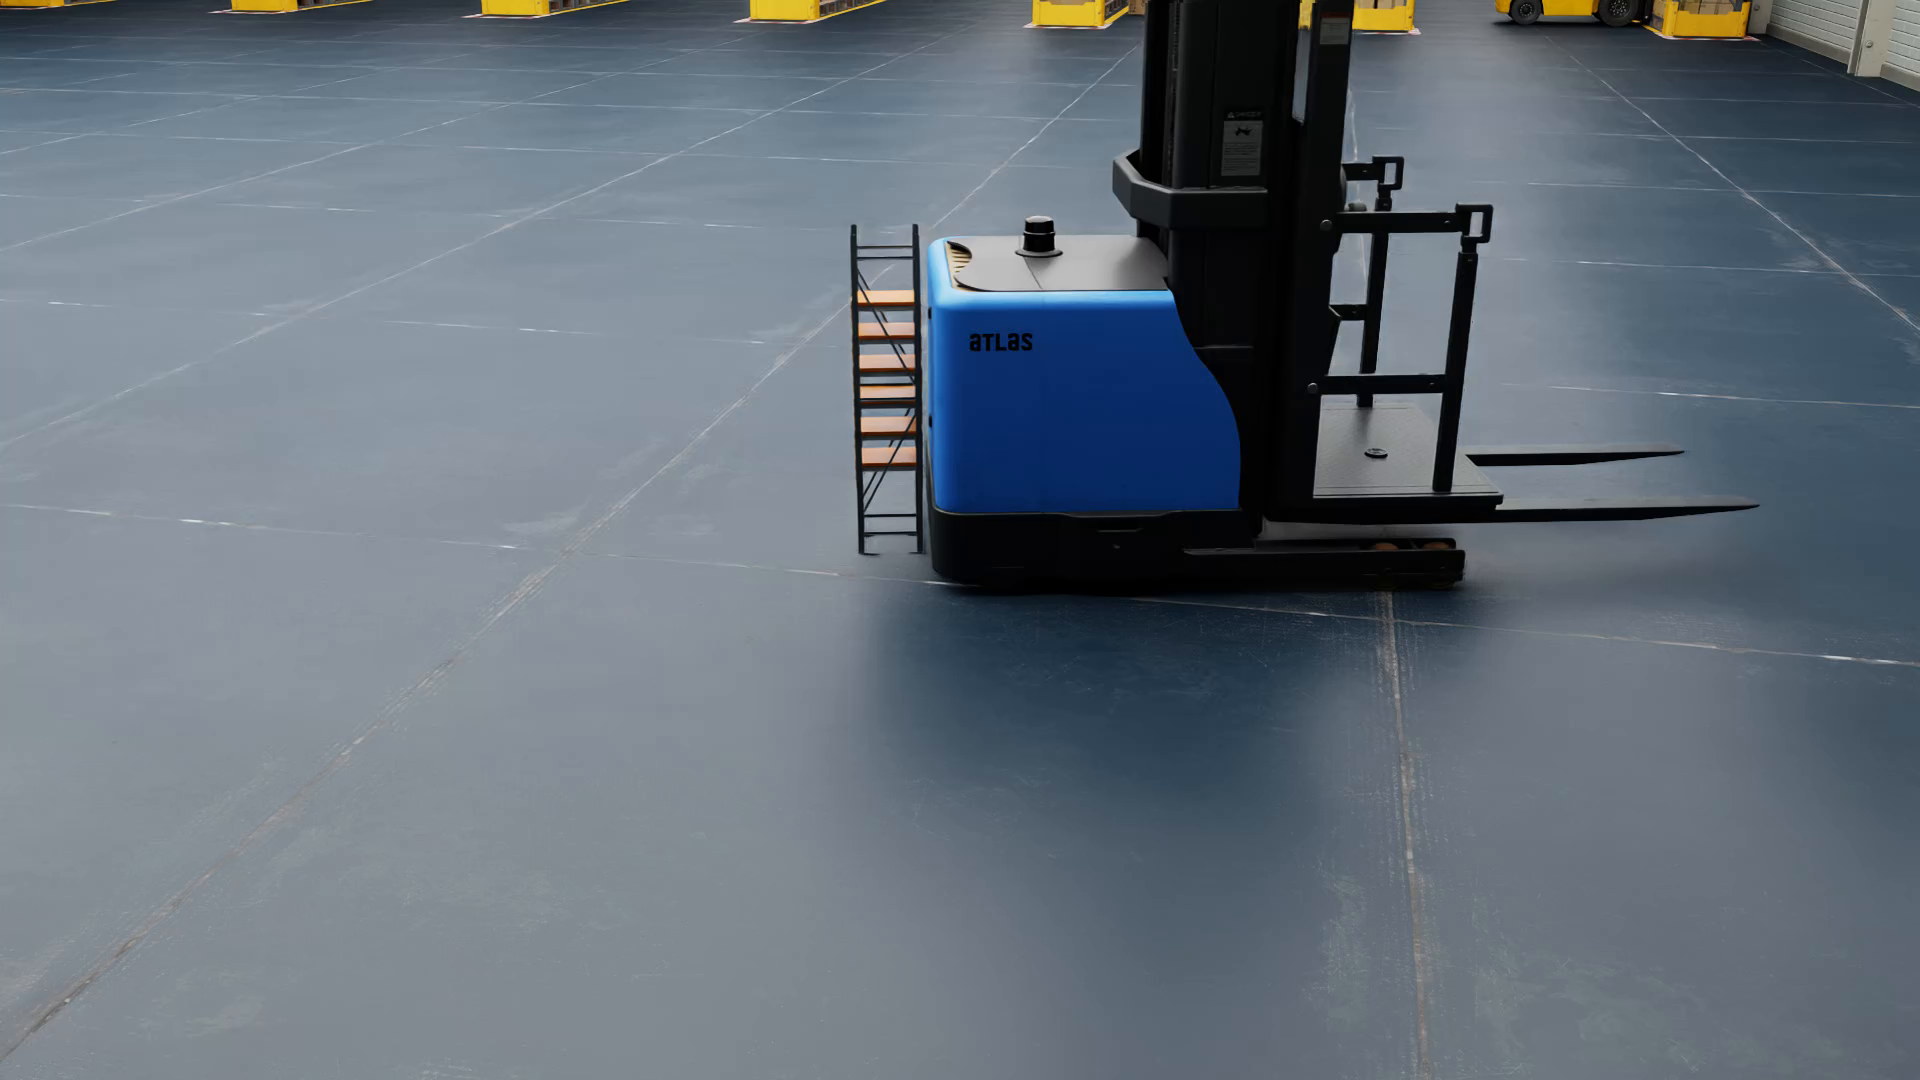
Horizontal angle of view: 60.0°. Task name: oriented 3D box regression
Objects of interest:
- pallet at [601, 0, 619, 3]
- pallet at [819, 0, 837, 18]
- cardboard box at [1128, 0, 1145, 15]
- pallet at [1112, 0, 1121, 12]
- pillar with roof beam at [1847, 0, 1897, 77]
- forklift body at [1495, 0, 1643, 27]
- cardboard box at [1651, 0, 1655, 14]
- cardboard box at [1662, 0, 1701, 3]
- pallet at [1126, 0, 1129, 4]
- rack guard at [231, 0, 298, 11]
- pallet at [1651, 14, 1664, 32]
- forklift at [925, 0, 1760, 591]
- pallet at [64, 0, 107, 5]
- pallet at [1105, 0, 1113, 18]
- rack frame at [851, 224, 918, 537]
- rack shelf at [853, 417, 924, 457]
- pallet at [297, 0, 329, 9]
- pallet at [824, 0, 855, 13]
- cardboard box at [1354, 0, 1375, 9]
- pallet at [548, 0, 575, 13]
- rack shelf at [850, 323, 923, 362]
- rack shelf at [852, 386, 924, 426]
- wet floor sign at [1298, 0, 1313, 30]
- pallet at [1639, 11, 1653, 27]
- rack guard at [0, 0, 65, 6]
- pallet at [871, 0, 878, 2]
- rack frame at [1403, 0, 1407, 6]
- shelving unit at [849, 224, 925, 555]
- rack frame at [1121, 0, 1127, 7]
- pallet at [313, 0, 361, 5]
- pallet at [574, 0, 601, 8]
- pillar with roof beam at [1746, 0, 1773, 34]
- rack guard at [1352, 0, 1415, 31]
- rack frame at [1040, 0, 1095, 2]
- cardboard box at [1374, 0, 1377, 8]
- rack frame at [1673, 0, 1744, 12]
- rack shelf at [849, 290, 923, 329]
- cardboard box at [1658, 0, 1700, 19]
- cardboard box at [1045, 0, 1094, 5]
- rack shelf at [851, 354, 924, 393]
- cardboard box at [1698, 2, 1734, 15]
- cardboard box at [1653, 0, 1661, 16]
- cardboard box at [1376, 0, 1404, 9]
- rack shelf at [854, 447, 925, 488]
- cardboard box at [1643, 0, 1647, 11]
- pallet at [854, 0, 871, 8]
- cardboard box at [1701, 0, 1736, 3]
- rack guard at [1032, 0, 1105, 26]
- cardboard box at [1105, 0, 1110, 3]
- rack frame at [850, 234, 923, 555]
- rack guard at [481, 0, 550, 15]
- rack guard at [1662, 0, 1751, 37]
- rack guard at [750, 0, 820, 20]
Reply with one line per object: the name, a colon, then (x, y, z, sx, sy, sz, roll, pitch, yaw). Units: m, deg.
pallet: (-7.244, -10.665, 32.551, 1.003, 0.211, 1.213, 4, 22, 11)
pallet: (-2.818, -9.389, 29.383, 1.003, 0.211, 1.213, 4, 22, 11)
cardboard box: (3.305, -9.604, 29.527, 0.500, 0.500, 0.500, 8, 23, 20)
pallet: (2.386, -9.842, 30.509, 1.003, 0.211, 1.213, 4, 22, 11)
pillar with roof beam: (7.114, -10.330, 19.958, 9.100, 9.000, 0.400, 4, 22, 11)
forklift body: (10.129, -9.667, 27.476, 2.313, 2.155, 1.214, 4, 22, 11)
cardboard box: (11.536, -8.706, 27.075, 0.500, 0.250, 0.500, 5, 22, 11)
cardboard box: (11.321, -8.581, 26.093, 0.500, 0.250, 0.500, 4, 22, 10)
pallet: (2.701, -10.402, 31.900, 1.003, 0.211, 1.213, 4, 22, 11)
rack guard: (-12.736, -9.948, 30.386, 1.175, 0.500, 0.348, 4, 22, 11)
pallet: (11.643, -8.217, 26.474, 1.003, 0.211, 1.213, 4, 22, 11)
forklift: (1.396, -1.378, 5.852, 3.031, 2.935, 1.130, -1, 22, -3)
pallet: (-17.365, -10.522, 32.196, 1.003, 0.211, 1.213, 4, 22, 11)
pallet: (2.139, -9.395, 29.398, 1.003, 0.211, 1.213, 4, 22, 11)
rack frame: (-0.269, -0.572, 6.168, 0.240, 1.200, 0.006, -1, 22, -2)
rack shelf: (-0.264, -0.386, 6.144, 0.258, 0.103, 0.180, -1, 22, -2)
pallet: (-12.616, -10.106, 31.164, 1.003, 0.211, 1.213, 4, 22, 11)
pallet: (-2.567, -9.834, 30.488, 1.003, 0.211, 1.213, 4, 22, 11)
cardboard box: (6.574, -8.849, 27.429, 0.500, 0.250, 0.500, 4, 22, 11)
pallet: (-7.742, -9.772, 30.335, 1.003, 0.211, 1.213, 4, 22, 11)
rack shelf: (-0.265, -0.720, 6.010, 0.258, 0.103, 0.180, -1, 22, -2)
rack shelf: (-0.264, -0.497, 6.099, 0.258, 0.103, 0.180, -1, 22, -2)
wet floor sign: (5.582, -8.525, 26.656, 0.267, 0.644, 0.232, 13, 25, 29)
pallet: (11.894, -8.662, 27.578, 1.003, 0.211, 1.213, 4, 22, 11)
rack guard: (-17.566, -10.361, 31.411, 1.175, 0.500, 0.348, 4, 22, 11)
pallet: (-2.060, -10.814, 32.923, 1.003, 0.211, 1.213, 4, 22, 11)
rack frame: (6.668, -9.605, 26.187, 1.000, 3.000, 0.127, 4, 22, 11)
shelving unit: (-0.264, -0.538, 6.083, 0.258, 1.200, 0.189, -1, 22, -2)
rack frame: (2.618, -11.408, 30.664, 1.000, 3.000, 0.127, 4, 22, 11)
pallet: (-12.365, -10.551, 32.269, 1.003, 0.211, 1.213, 4, 22, 11)
pallet: (-7.491, -10.217, 31.440, 1.003, 0.211, 1.213, 4, 22, 11)
pillar with roof beam: (8.338, -12.525, 25.406, 9.100, 9.000, 0.400, 4, 22, 11)
rack guard: (6.683, -8.473, 26.723, 1.175, 0.500, 0.348, 4, 22, 11)
rack frame: (1.801, -9.945, 27.032, 1.000, 3.000, 0.127, 4, 22, 11)
cardboard box: (7.314, -9.185, 28.262, 0.500, 0.250, 0.500, 6, 23, 15)
rack frame: (11.528, -9.228, 25.250, 1.000, 3.000, 0.127, 4, 22, 11)
rack shelf: (-0.265, -0.831, 5.965, 0.258, 0.103, 0.180, -1, 22, -2)
cardboard box: (11.314, -8.343, 26.172, 0.500, 0.250, 0.500, 5, 22, 11)
cardboard box: (1.875, -9.407, 27.979, 0.875, 0.875, 0.875, 5, 22, 11)
rack shelf: (-0.264, -0.608, 6.055, 0.258, 0.103, 0.180, -1, 22, -2)
cardboard box: (11.819, -8.312, 26.095, 0.500, 0.250, 0.500, 5, 22, 11)
cardboard box: (11.425, -8.524, 26.622, 0.500, 0.250, 0.500, 4, 22, 11)
cardboard box: (7.103, -8.798, 27.302, 0.500, 0.250, 0.500, 4, 22, 10)
rack shelf: (-0.264, -0.274, 6.189, 0.258, 0.103, 0.180, -1, 22, -2)
cardboard box: (11.620, -8.898, 27.550, 0.500, 0.250, 0.500, 5, 23, 13)
pallet: (-2.320, -10.281, 31.599, 1.003, 0.211, 1.213, 4, 22, 11)
cardboard box: (11.827, -8.535, 25.980, 0.500, 0.250, 0.500, 5, 22, 12)
rack guard: (1.796, -8.777, 27.477, 1.175, 0.500, 0.348, 4, 22, 11)
cardboard box: (2.240, -10.063, 29.605, 0.875, 0.875, 0.875, 5, 22, 11)
rack frame: (-0.260, -0.504, 5.998, 0.240, 1.200, 0.006, -1, 22, -2)
rack guard: (-7.913, -9.610, 29.545, 1.175, 0.500, 0.348, 4, 22, 11)
rack guard: (11.523, -8.059, 25.696, 1.175, 0.500, 0.348, 4, 22, 11)
rack guard: (-3.018, -9.228, 28.598, 1.175, 0.500, 0.348, 4, 22, 11)
